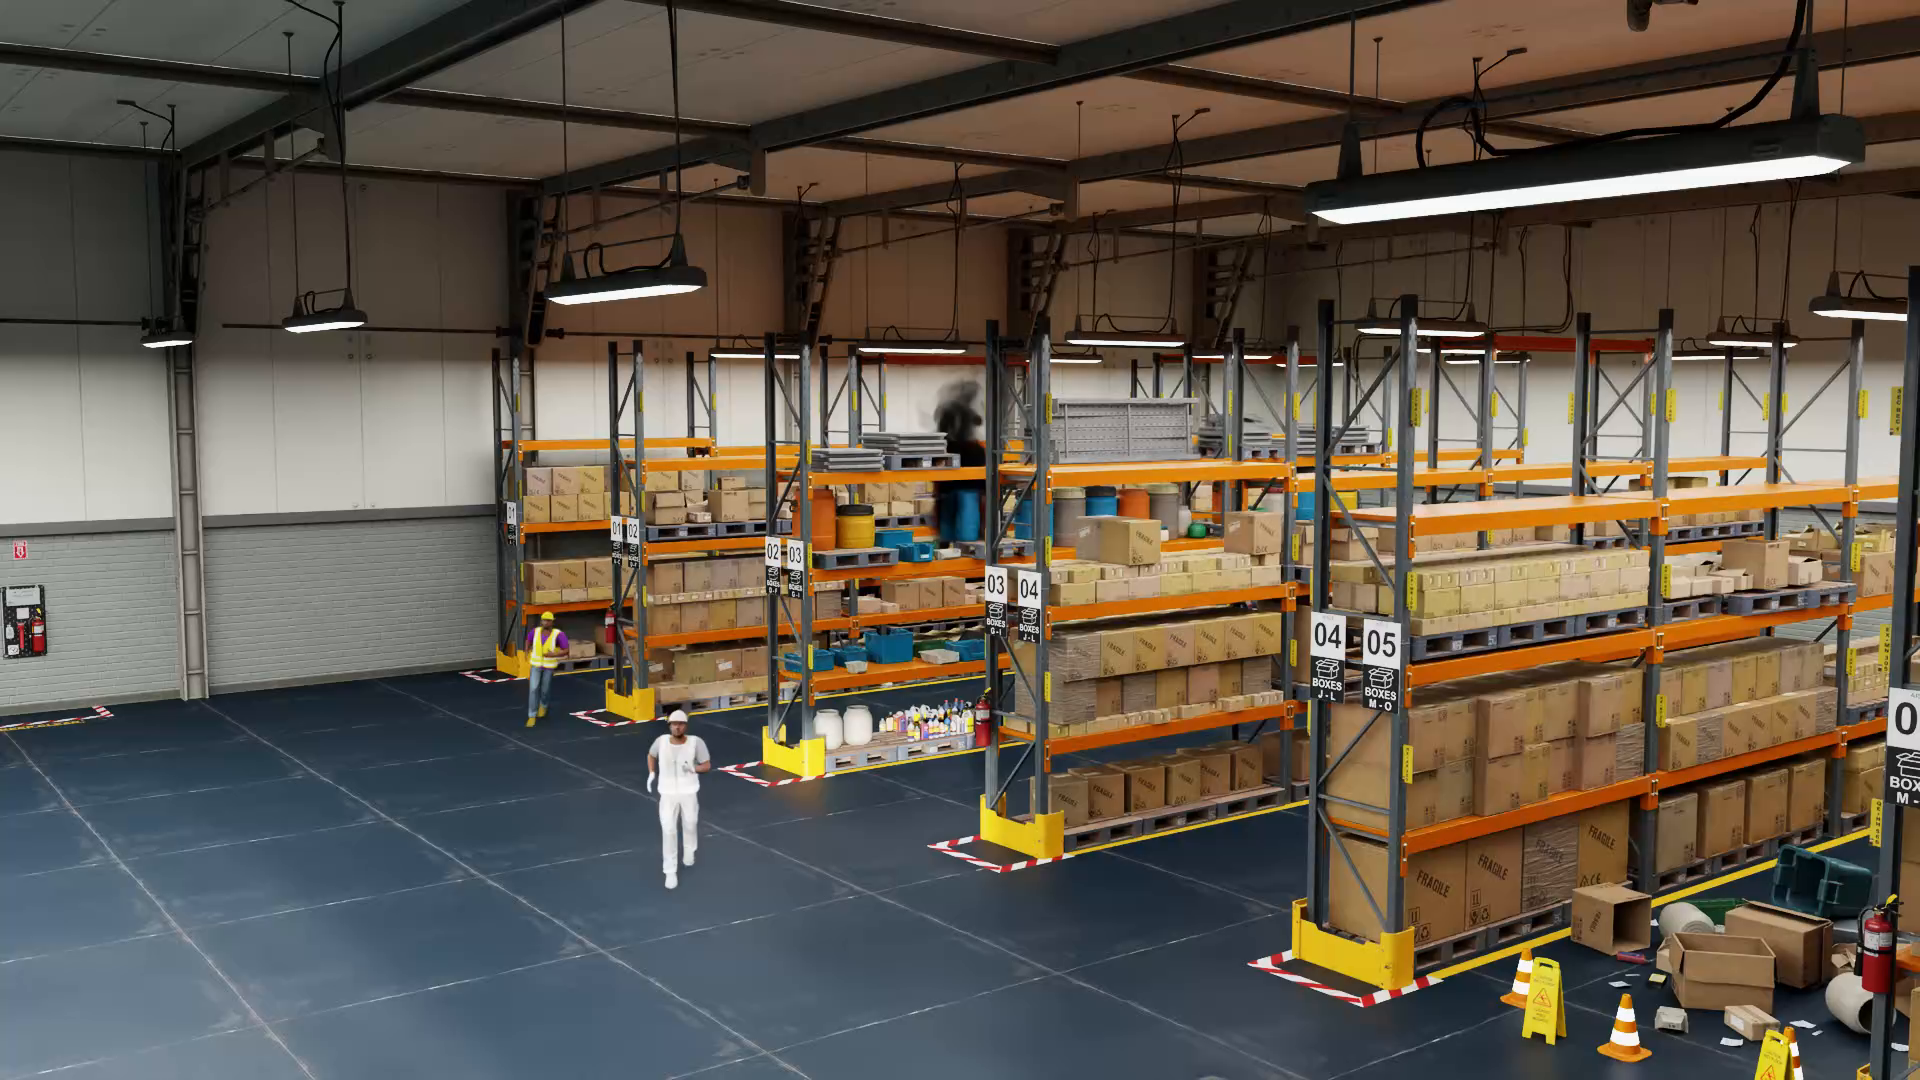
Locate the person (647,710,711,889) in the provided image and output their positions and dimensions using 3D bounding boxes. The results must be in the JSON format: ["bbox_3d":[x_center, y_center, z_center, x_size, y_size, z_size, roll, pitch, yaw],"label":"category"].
[{"bbox_3d":[-2.986,2.695,17.676,0.681,1.781,0.975,-1,5,-7],"label":"person"}]

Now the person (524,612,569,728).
[{"bbox_3d":[-6.499,1.995,26.162,0.722,1.768,0.921,0,5,-4],"label":"person"}]
